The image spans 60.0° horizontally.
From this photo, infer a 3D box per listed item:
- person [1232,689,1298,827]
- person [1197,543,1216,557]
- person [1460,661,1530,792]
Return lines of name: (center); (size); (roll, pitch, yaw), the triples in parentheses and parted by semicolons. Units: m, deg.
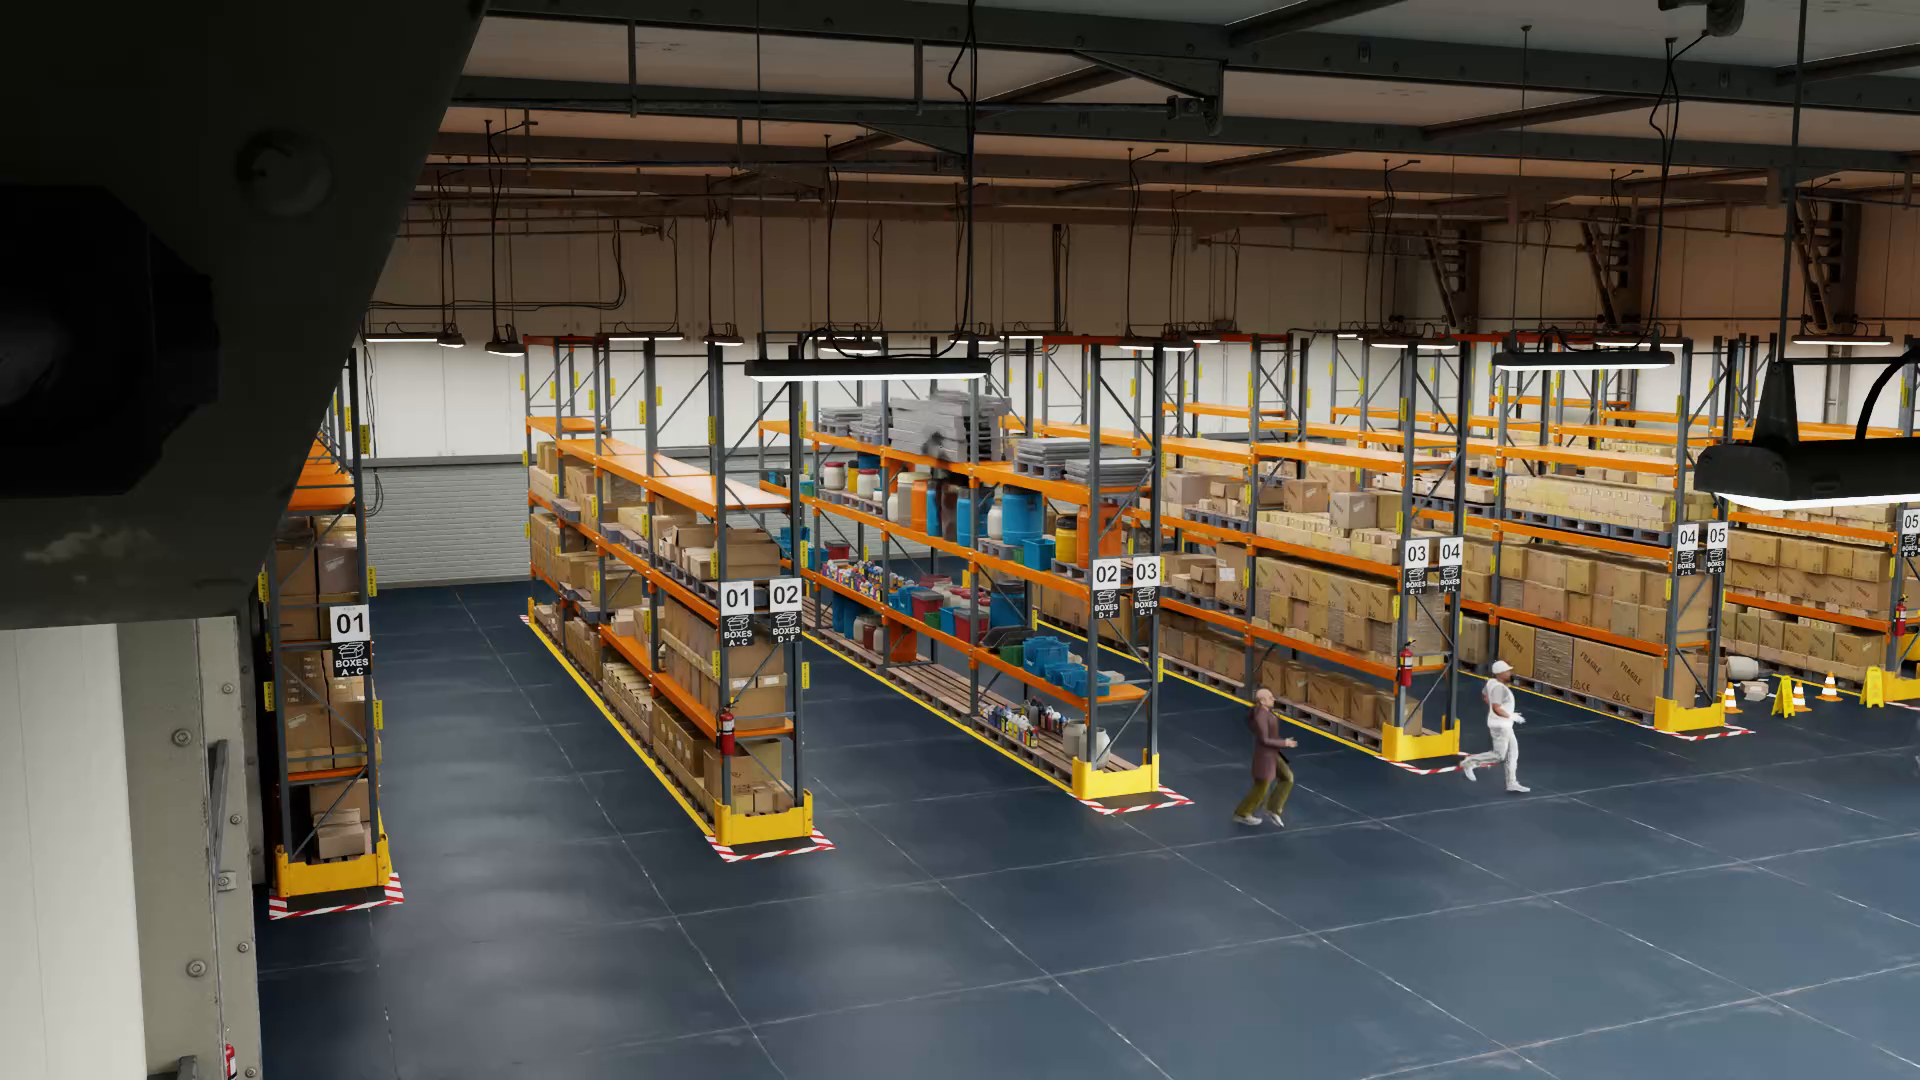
person: (3.814, 2.730, 20.738); (0.788, 1.799, 0.715); (2, 8, 17)
person: (6.235, -0.152, 42.193); (0.839, 1.857, 0.708); (-3, 8, -23)
person: (7.234, 2.495, 22.407); (0.920, 1.760, 0.704); (2, 8, 15)
